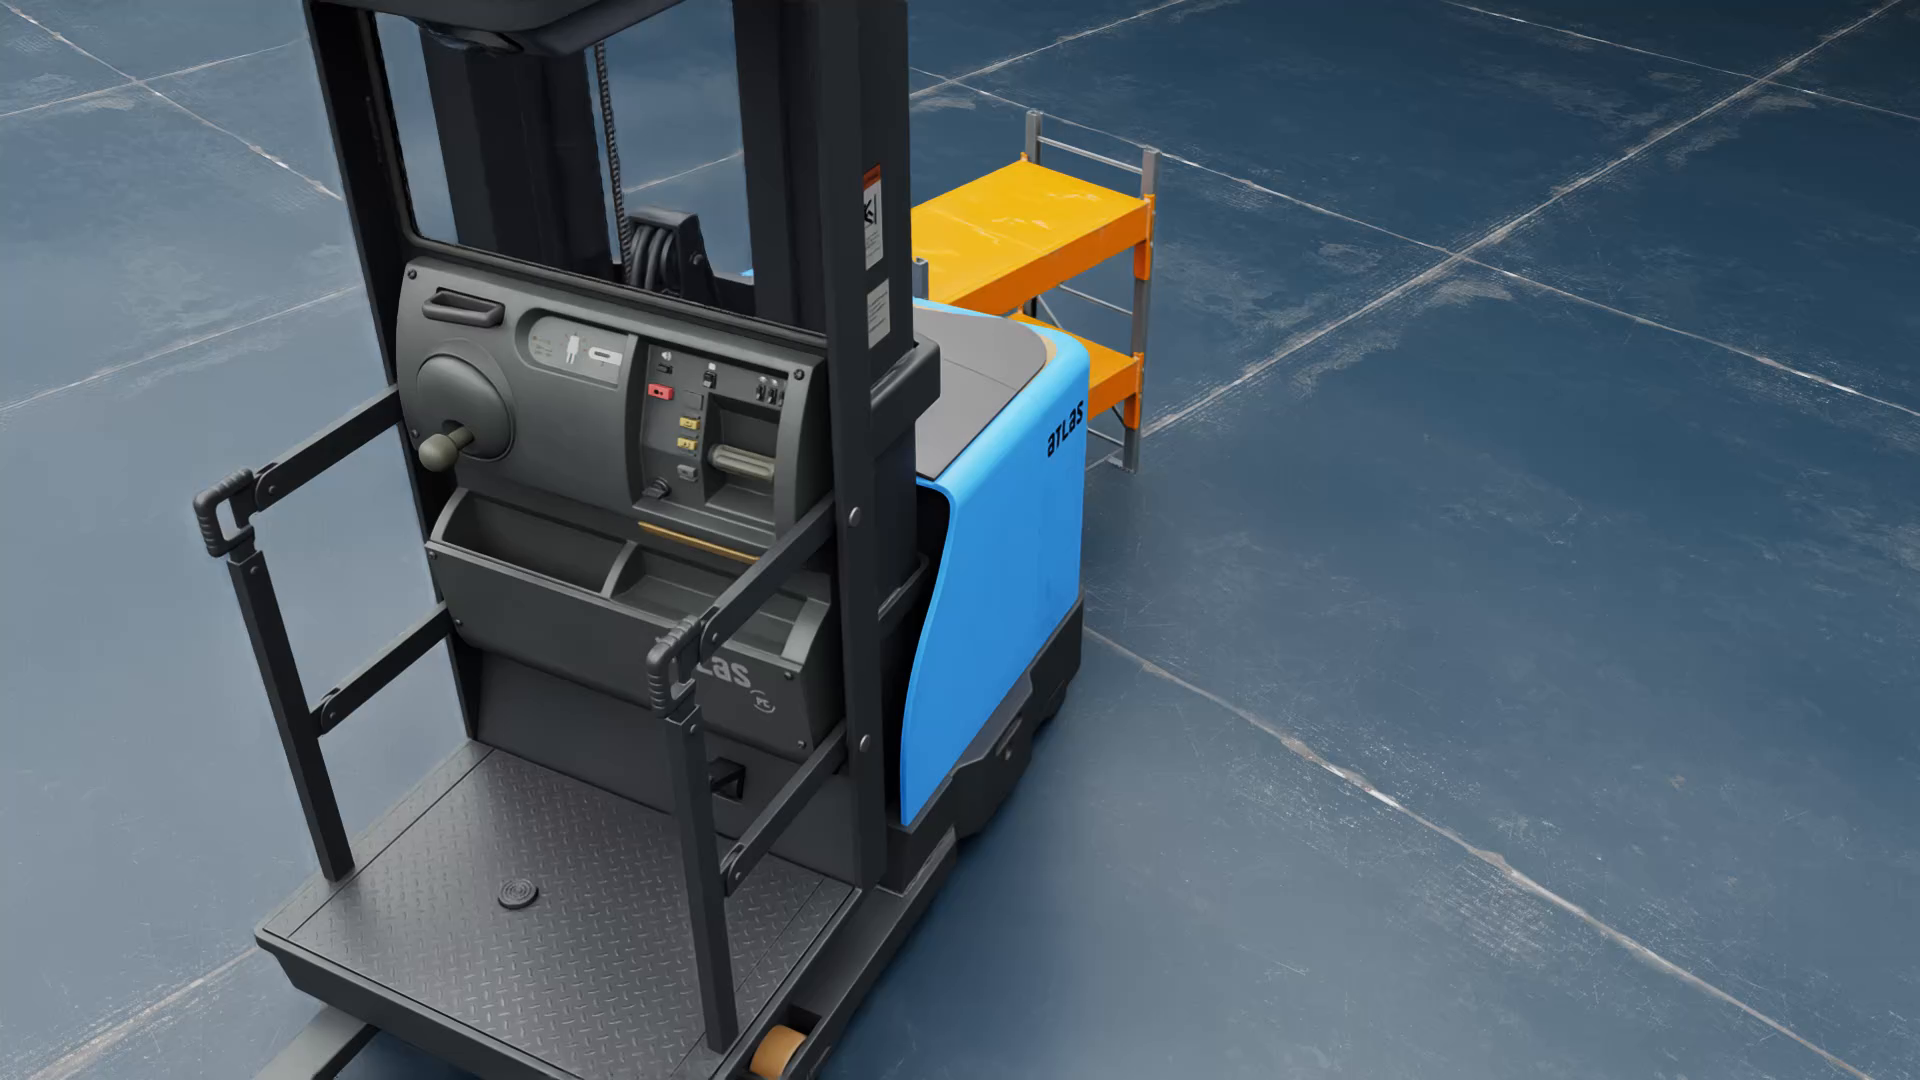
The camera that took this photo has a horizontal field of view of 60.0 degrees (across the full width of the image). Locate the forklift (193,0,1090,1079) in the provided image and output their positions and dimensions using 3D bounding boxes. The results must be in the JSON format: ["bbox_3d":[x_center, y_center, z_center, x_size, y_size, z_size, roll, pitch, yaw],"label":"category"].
[{"bbox_3d":[-0.780,-0.197,2.970,1.130,2.935,3.031,16,38,22],"label":"forklift"}]

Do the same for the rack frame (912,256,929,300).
[{"bbox_3d":[-0.277,-0.354,4.774,0.500,1.125,0.032,27,43,33],"label":"rack frame"}]

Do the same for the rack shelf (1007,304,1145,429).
[{"bbox_3d":[0.063,-0.370,5.224,0.538,0.278,1.000,27,43,33],"label":"rack shelf"}]

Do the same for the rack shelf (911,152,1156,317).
[{"bbox_3d":[0.063,-0.810,4.917,0.538,0.278,1.000,27,43,33],"label":"rack shelf"}]

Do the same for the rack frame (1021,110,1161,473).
[{"bbox_3d":[0.402,-0.787,5.395,0.500,1.125,0.032,27,43,33],"label":"rack frame"}]

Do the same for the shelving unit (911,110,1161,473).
[{"bbox_3d":[0.063,-0.570,5.085,0.538,1.125,1.048,27,43,33],"label":"shelving unit"}]
